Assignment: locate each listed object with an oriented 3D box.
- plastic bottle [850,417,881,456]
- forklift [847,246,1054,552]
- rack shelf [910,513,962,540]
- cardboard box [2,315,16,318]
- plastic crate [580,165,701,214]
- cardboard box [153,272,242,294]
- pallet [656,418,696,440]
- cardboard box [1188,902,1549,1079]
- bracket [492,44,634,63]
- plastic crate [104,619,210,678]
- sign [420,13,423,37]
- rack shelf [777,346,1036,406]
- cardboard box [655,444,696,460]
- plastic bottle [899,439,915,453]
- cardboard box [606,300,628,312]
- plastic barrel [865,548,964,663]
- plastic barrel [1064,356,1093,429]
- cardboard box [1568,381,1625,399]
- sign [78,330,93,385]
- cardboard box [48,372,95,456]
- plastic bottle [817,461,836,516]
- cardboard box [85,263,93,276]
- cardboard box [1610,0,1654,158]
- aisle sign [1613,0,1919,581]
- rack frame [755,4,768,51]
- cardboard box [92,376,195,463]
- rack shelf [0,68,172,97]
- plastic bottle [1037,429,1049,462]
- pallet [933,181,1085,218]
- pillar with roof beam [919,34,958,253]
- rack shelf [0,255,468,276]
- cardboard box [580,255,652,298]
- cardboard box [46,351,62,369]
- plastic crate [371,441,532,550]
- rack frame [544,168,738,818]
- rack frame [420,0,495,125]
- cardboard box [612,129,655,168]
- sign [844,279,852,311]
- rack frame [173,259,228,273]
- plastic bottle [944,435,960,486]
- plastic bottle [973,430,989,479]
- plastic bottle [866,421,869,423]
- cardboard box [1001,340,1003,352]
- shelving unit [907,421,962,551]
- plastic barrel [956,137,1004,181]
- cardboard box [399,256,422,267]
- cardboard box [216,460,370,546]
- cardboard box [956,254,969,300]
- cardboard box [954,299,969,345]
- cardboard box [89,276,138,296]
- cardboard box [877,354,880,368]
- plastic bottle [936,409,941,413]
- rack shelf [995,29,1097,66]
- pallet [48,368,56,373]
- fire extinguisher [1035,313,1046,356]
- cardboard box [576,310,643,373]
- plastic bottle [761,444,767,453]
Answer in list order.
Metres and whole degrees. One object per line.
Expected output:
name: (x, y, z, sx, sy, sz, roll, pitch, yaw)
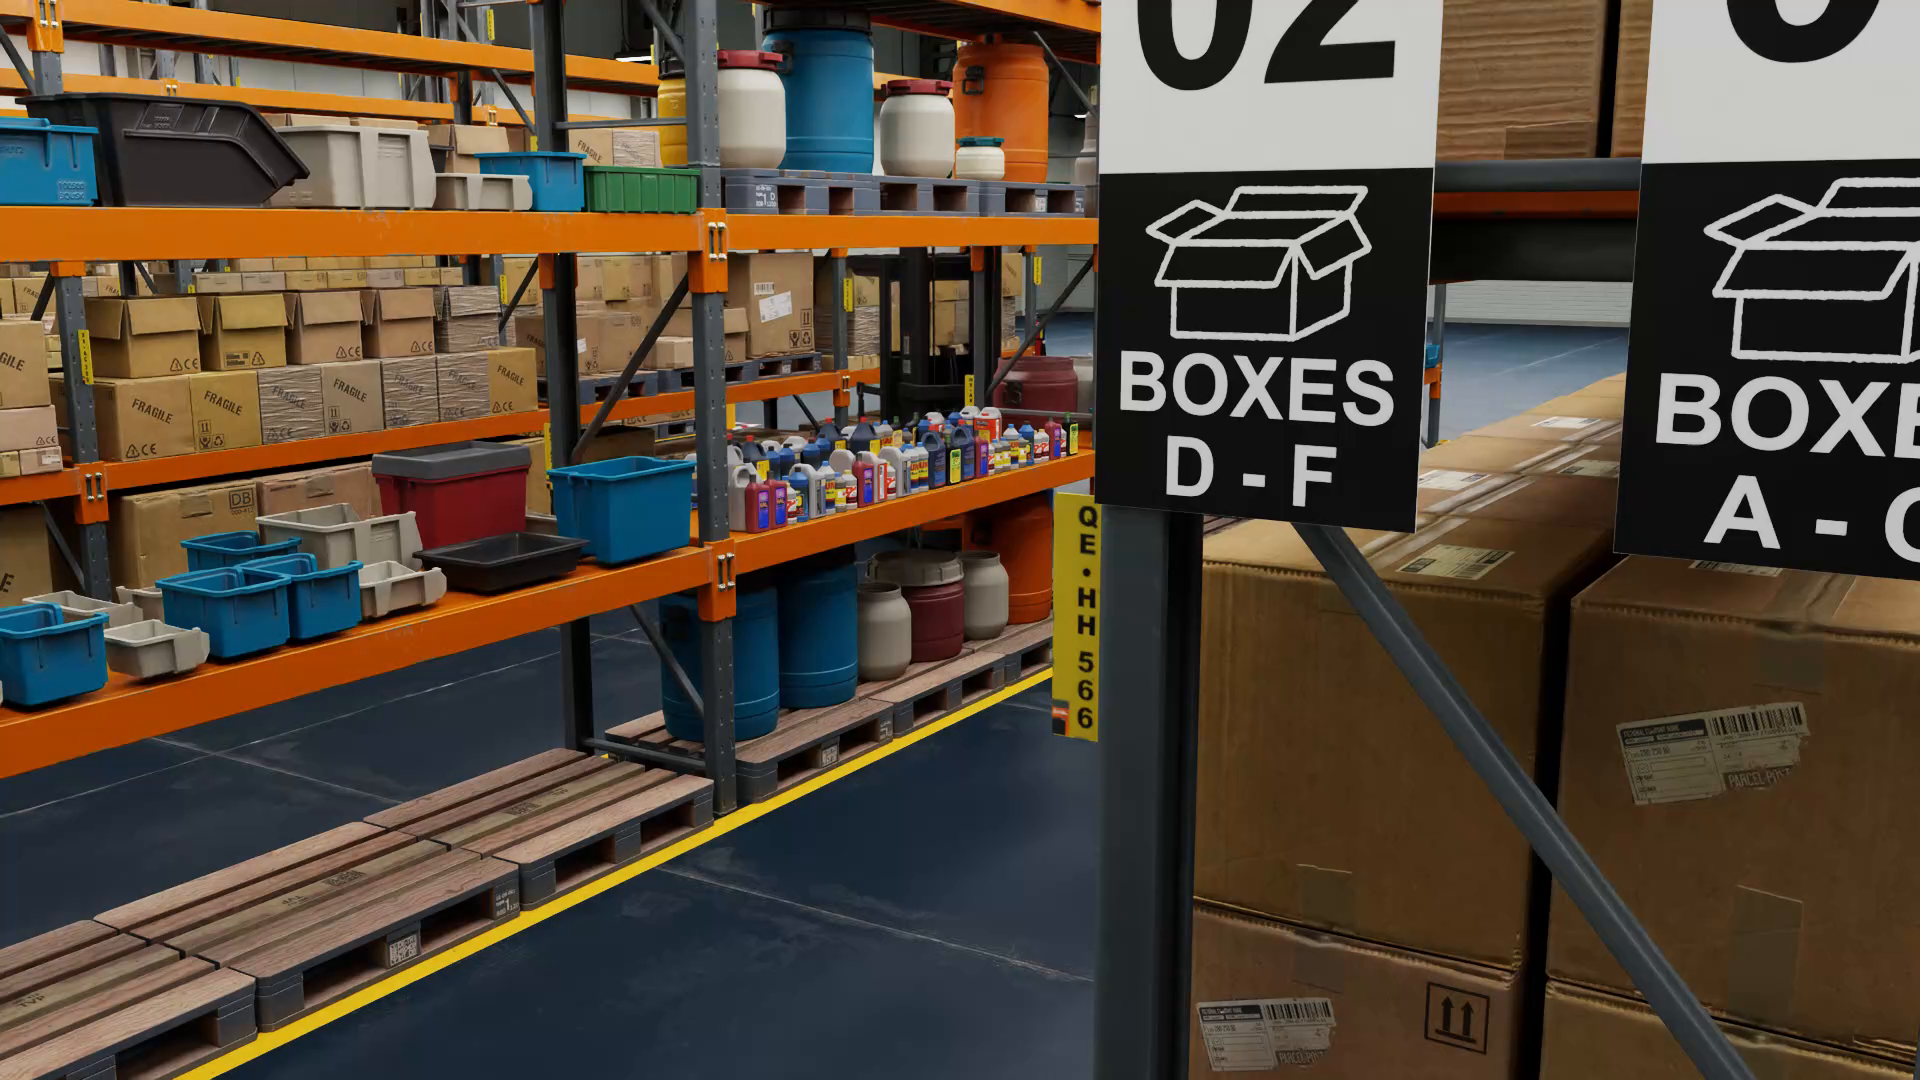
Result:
plastic bottle: (-0.555, -0.551, 9.793, 0.144, 0.351, 0.185, 6, 12, 31)
forklift: (-0.345, -1.551, 15.187, 1.130, 2.935, 3.031, -6, 12, -29)
rack shelf: (-0.152, -0.110, 13.637, 0.480, 0.148, 0.258, -5, 12, -26)
cardboard box: (-8.819, -1.968, 15.152, 0.380, 0.149, 0.250, 7, 13, 33)
plastic crate: (-1.486, -1.494, 7.122, 0.450, 0.188, 0.662, 6, 12, 31)
cardboard box: (-7.626, -2.422, 16.663, 0.700, 0.500, 0.500, 6, 12, 30)
pallet: (-4.063, -1.566, 22.658, 1.003, 0.211, 1.213, 6, 12, 31)
cardboard box: (0.630, 0.738, 2.503, 0.500, 0.500, 0.500, 7, 13, 32)
bracket: (-8.393, -10.078, 34.463, 0.076, 0.066, 4.783, 6, 12, 31)
plastic crate: (-2.602, 0.353, 5.384, 0.250, 0.136, 0.298, 6, 12, 31)
sign: (-6.253, -5.983, 19.404, 0.100, 0.325, 0.005, 6, 12, 31)
rack shelf: (-0.566, -1.912, 18.883, 1.077, 0.370, 4.000, 6, 12, 31)
cardboard box: (-2.785, -0.595, 15.491, 0.700, 0.500, 0.500, 8, 13, 35)
plastic bottle: (-0.296, -0.435, 9.388, 0.097, 0.271, 0.097, 0, 11, 0)
cardboard box: (-4.773, -2.829, 21.419, 0.875, 0.550, 0.500, 6, 12, 31)
plastic barrel: (-0.274, 0.387, 10.064, 0.600, 0.588, 0.708, 6, 12, 31)
plastic barrel: (0.903, -1.086, 12.212, 0.421, 0.512, 0.421, 0, 11, 0)
cardboard box: (1.954, -0.158, 4.571, 0.500, 0.500, 0.500, 6, 12, 29)
sign: (-5.283, -1.104, 10.047, 0.100, 0.325, 0.005, 6, 12, 31)
cardboard box: (-5.748, -0.841, 10.939, 0.500, 0.500, 0.500, 6, 12, 31)
plastic bottle: (-0.685, -0.266, 8.486, 0.097, 0.271, 0.097, 0, 11, 0)
cardboard box: (-11.097, -3.397, 20.879, 0.380, 0.149, 0.250, 7, 13, 34)
cardboard box: (1.114, -0.574, 2.037, 0.500, 0.250, 0.500, 6, 12, 31)
aisle sign: (0.846, -0.355, 1.551, 0.394, 0.787, 0.004, 6, 12, 31)
rack frame: (-1.604, -4.899, 16.585, 1.000, 3.000, 0.127, 6, 12, 31)
cardboard box: (-5.305, -0.790, 10.666, 0.500, 0.500, 0.500, 6, 12, 31)
rack shelf: (-8.906, -3.895, 14.263, 1.077, 0.370, 4.000, 6, 12, 31)
plastic bottle: (0.511, -0.594, 10.428, 0.097, 0.201, 0.097, 0, 11, 0)
pallet: (0.071, -2.119, 10.398, 1.003, 0.211, 1.213, 6, 12, 31)
pillar with roof beam: (2.766, -10.289, 45.372, 9.100, 9.000, 0.548, 6, 12, 31)
rack shelf: (-4.720, -2.128, 11.887, 1.077, 0.370, 4.000, 6, 12, 31)
cardboard box: (-4.554, -3.449, 21.798, 0.875, 0.550, 0.550, 6, 12, 31)
cardboard box: (-8.266, -1.612, 14.870, 0.380, 0.149, 0.250, 6, 12, 28)
plastic crate: (-2.203, -0.164, 7.255, 0.402, 0.464, 0.583, 6, 12, 31)
rack frame: (-1.525, -0.219, 7.889, 1.000, 3.000, 0.127, 6, 12, 31)
rack frame: (-5.791, -5.389, 19.201, 1.000, 3.000, 0.127, 6, 12, 31)
cardboard box: (-2.951, -3.220, 14.133, 0.500, 0.500, 0.500, 6, 12, 31)
sign: (-1.128, -2.467, 16.750, 0.100, 0.325, 0.005, 6, 12, 31)
rack frame: (-10.074, -2.897, 22.194, 1.000, 3.000, 0.127, 6, 12, 31)
plastic bottle: (-0.052, -0.457, 9.475, 0.061, 0.283, 0.133, 6, 12, 31)
plastic bottle: (0.113, -0.507, 9.742, 0.061, 0.283, 0.133, 6, 12, 31)
plastic bottle: (-0.588, -0.577, 10.114, 0.061, 0.283, 0.133, 6, 12, 31)
cardboard box: (0.285, -2.308, 19.729, 0.380, 0.149, 0.250, 6, 12, 31)
shelving unit: (-0.151, -0.371, 13.587, 0.503, 1.200, 0.258, -5, 12, -26)
plastic barrel: (0.121, -2.279, 9.972, 0.301, 0.262, 0.301, 0, 11, 0)
cardboard box: (-8.345, -4.033, 24.464, 0.700, 0.500, 0.500, 7, 12, 31)
cardboard box: (-4.980, -0.098, 11.872, 1.225, 0.875, 0.875, 6, 12, 29)
cardboard box: (-0.119, -2.999, 18.939, 0.500, 0.500, 0.500, 6, 12, 31)
cardboard box: (-0.290, -2.527, 19.133, 0.875, 0.500, 0.500, 6, 12, 31)
cardboard box: (-10.647, -3.046, 20.766, 0.500, 0.500, 0.500, 7, 13, 33)
cardboard box: (-0.989, -1.912, 17.615, 0.380, 0.149, 0.250, 6, 12, 31)
plastic bottle: (-0.159, -0.707, 10.808, 0.061, 0.283, 0.133, 6, 12, 31)
rack shelf: (1.590, -3.562, 12.480, 1.077, 0.370, 4.000, 6, 12, 31)
pallet: (-8.861, -1.402, 14.726, 1.003, 0.211, 1.213, 6, 12, 31)
fire extinguisher: (0.926, -2.516, 20.365, 0.296, 0.674, 0.183, 6, 12, 31)
cardboard box: (-3.231, -1.763, 14.723, 0.700, 0.500, 0.500, 9, 14, 39)
plastic bottle: (-1.145, -0.388, 9.127, 0.152, 0.276, 0.135, 6, 12, 31)
